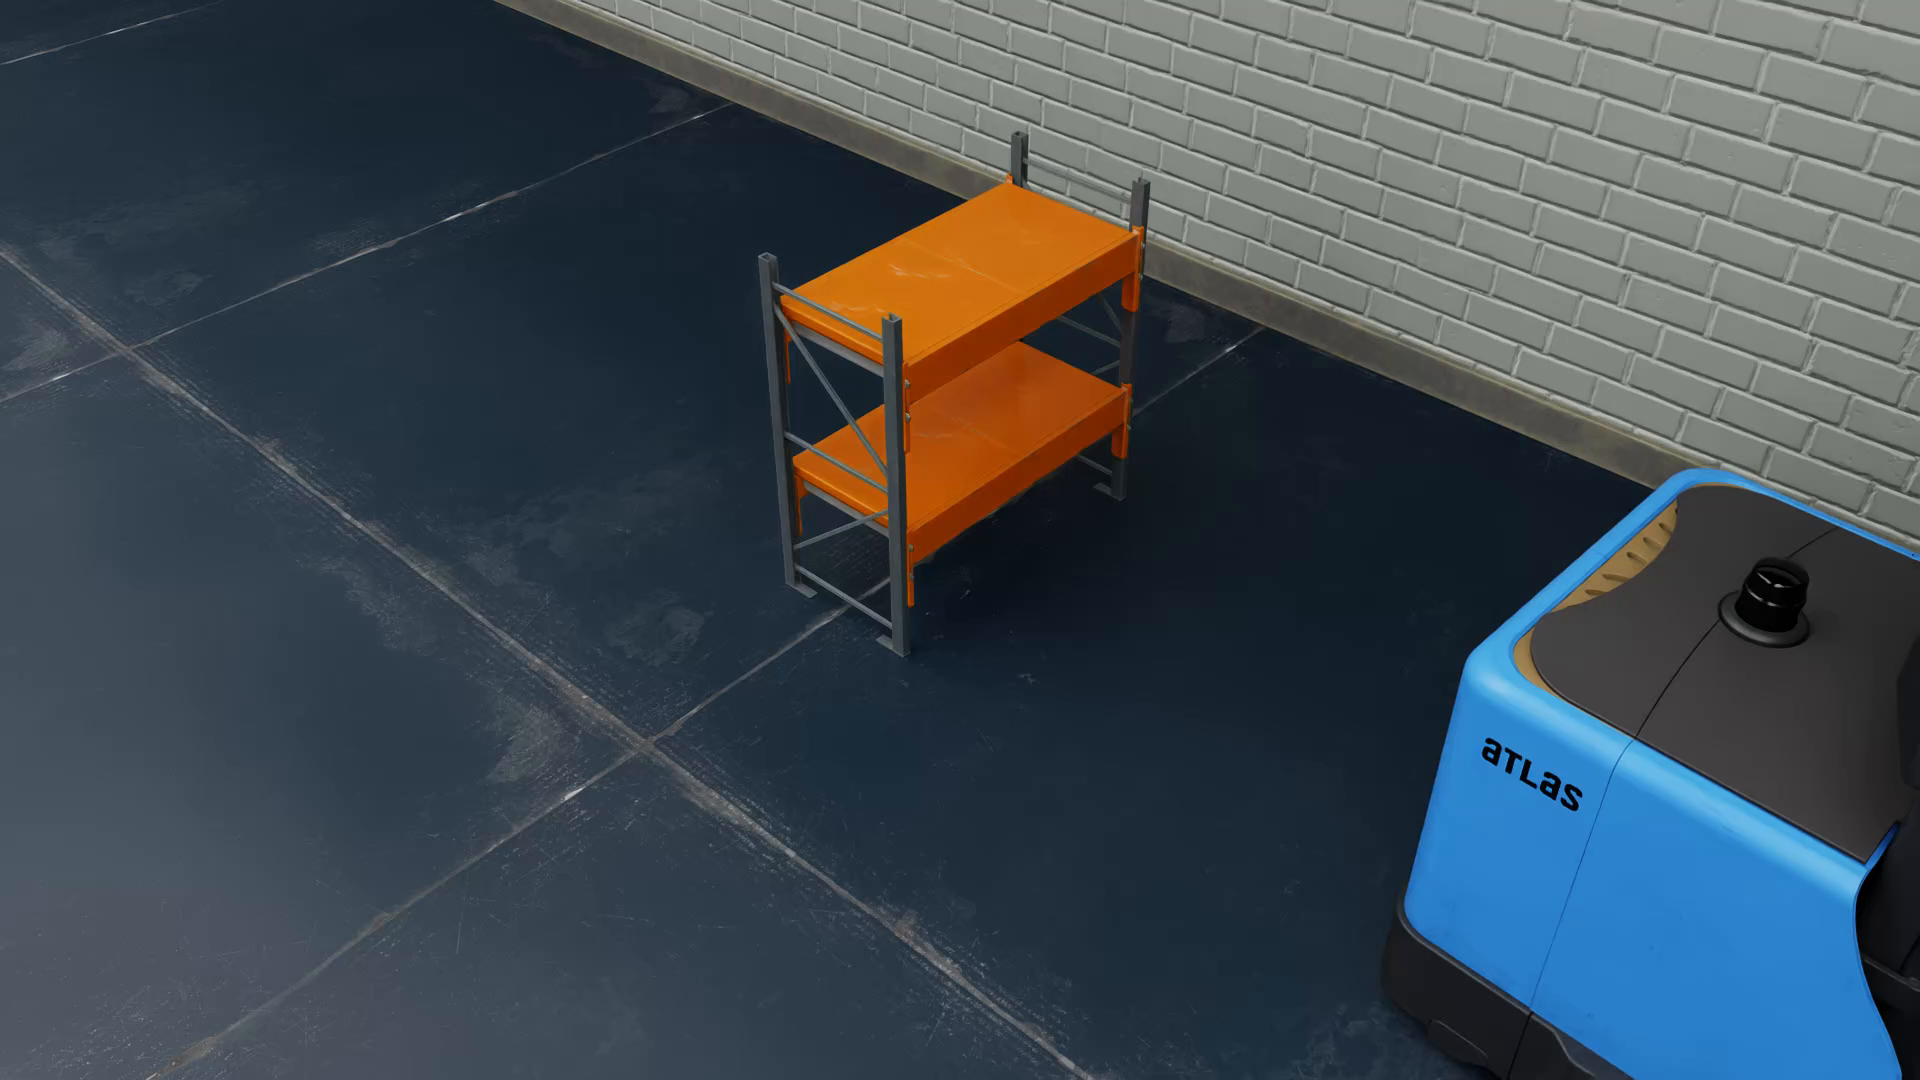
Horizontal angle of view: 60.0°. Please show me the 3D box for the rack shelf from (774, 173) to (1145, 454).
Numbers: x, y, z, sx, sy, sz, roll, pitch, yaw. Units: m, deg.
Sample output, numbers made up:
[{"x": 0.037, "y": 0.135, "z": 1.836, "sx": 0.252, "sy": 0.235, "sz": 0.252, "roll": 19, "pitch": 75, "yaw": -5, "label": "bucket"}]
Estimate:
[{"x": 0.005, "y": -0.672, "z": 4.722, "sx": 0.538, "sy": 0.278, "sz": 1.000, "roll": 30, "pitch": 47, "yaw": 32, "label": "rack shelf"}]

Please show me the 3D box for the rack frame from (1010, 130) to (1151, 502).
[{"x": 0.348, "y": -0.677, "z": 5.198, "sx": 0.500, "sy": 1.125, "sz": 0.032, "roll": 30, "pitch": 47, "yaw": 32, "label": "rack frame"}]

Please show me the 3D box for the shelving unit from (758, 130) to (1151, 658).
[{"x": 0.005, "y": -0.443, "z": 4.904, "sx": 0.538, "sy": 1.125, "sz": 1.048, "roll": 30, "pitch": 47, "yaw": 32, "label": "shelving unit"}]

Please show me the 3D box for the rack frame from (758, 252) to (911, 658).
[{"x": -0.338, "y": -0.210, "z": 4.610, "sx": 0.500, "sy": 1.125, "sz": 0.032, "roll": 30, "pitch": 47, "yaw": 32, "label": "rack frame"}]

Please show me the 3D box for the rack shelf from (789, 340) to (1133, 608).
[{"x": 0.005, "y": -0.252, "z": 5.056, "sx": 0.538, "sy": 0.278, "sz": 1.000, "roll": 30, "pitch": 47, "yaw": 32, "label": "rack shelf"}]

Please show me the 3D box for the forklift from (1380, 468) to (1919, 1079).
[{"x": 2.368, "y": 0.368, "z": 2.432, "sx": 1.130, "sy": 2.935, "sz": 3.031, "roll": -32, "pitch": 48, "yaw": -33, "label": "forklift"}]
